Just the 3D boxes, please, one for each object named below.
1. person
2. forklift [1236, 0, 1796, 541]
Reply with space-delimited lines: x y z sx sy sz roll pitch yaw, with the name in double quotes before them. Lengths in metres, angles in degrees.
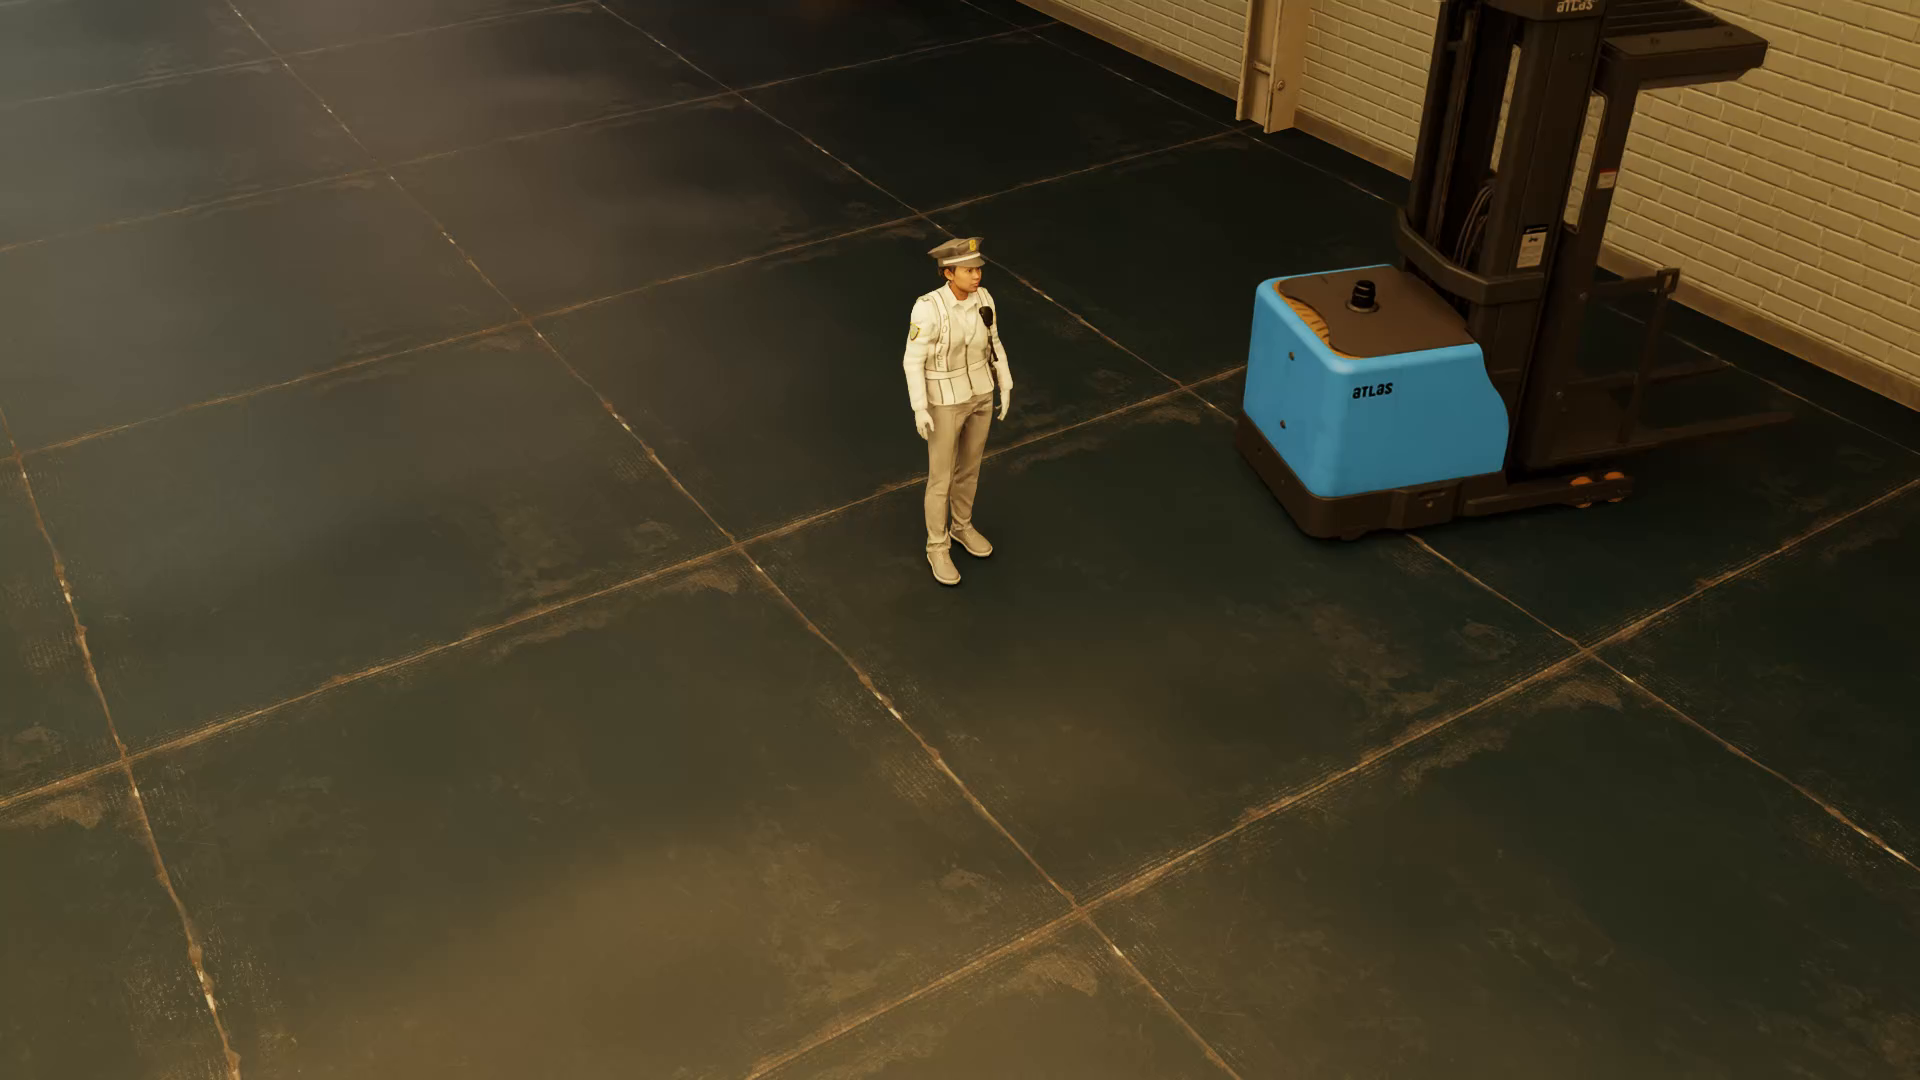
"person" 0.031 -0.664 8.156 0.586 1.694 0.532 -21 40 -27
"forklift" 3.125 -1.657 8.506 3.031 2.935 1.130 -9 36 -12
